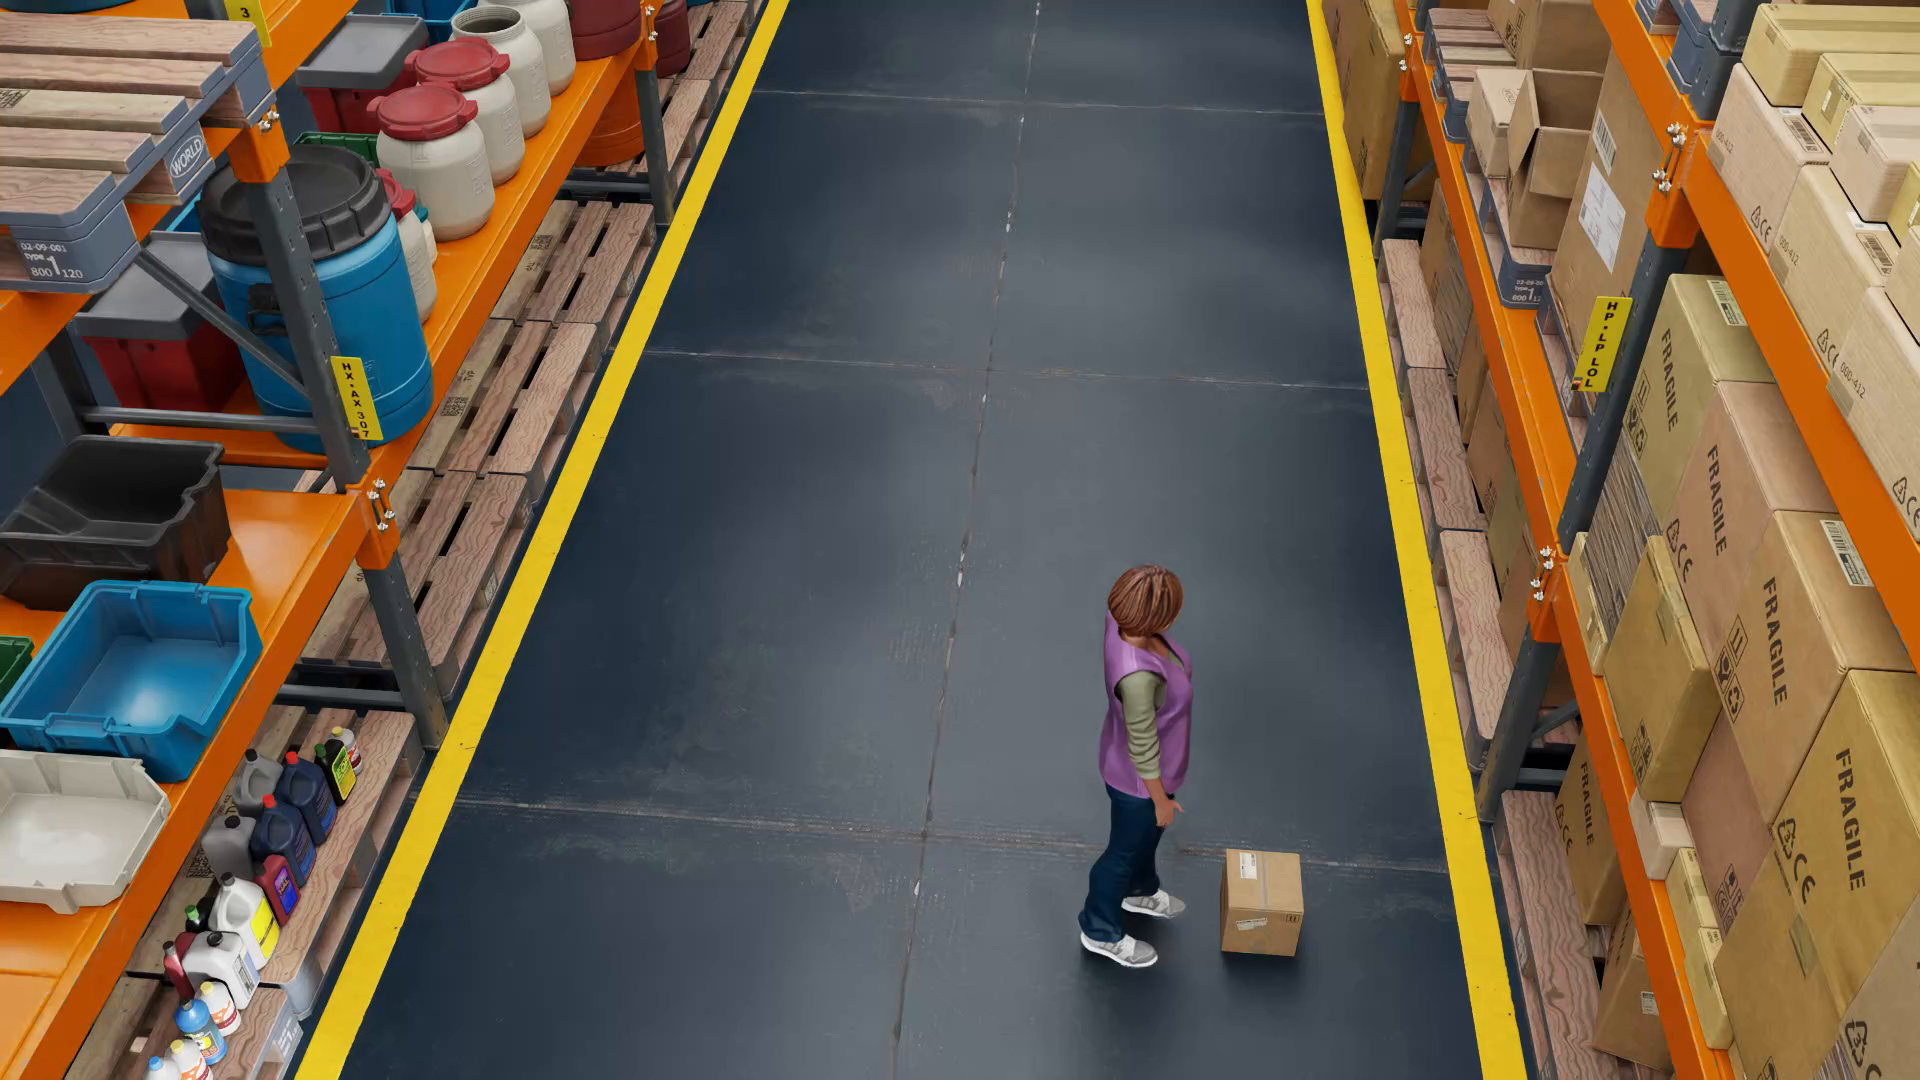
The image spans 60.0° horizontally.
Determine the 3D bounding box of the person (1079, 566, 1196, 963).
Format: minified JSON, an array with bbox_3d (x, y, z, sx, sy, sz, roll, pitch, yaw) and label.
[{"bbox_3d":[0.600,0.733,5.358,0.366,1.579,0.431,4,41,4],"label":"person"}]
